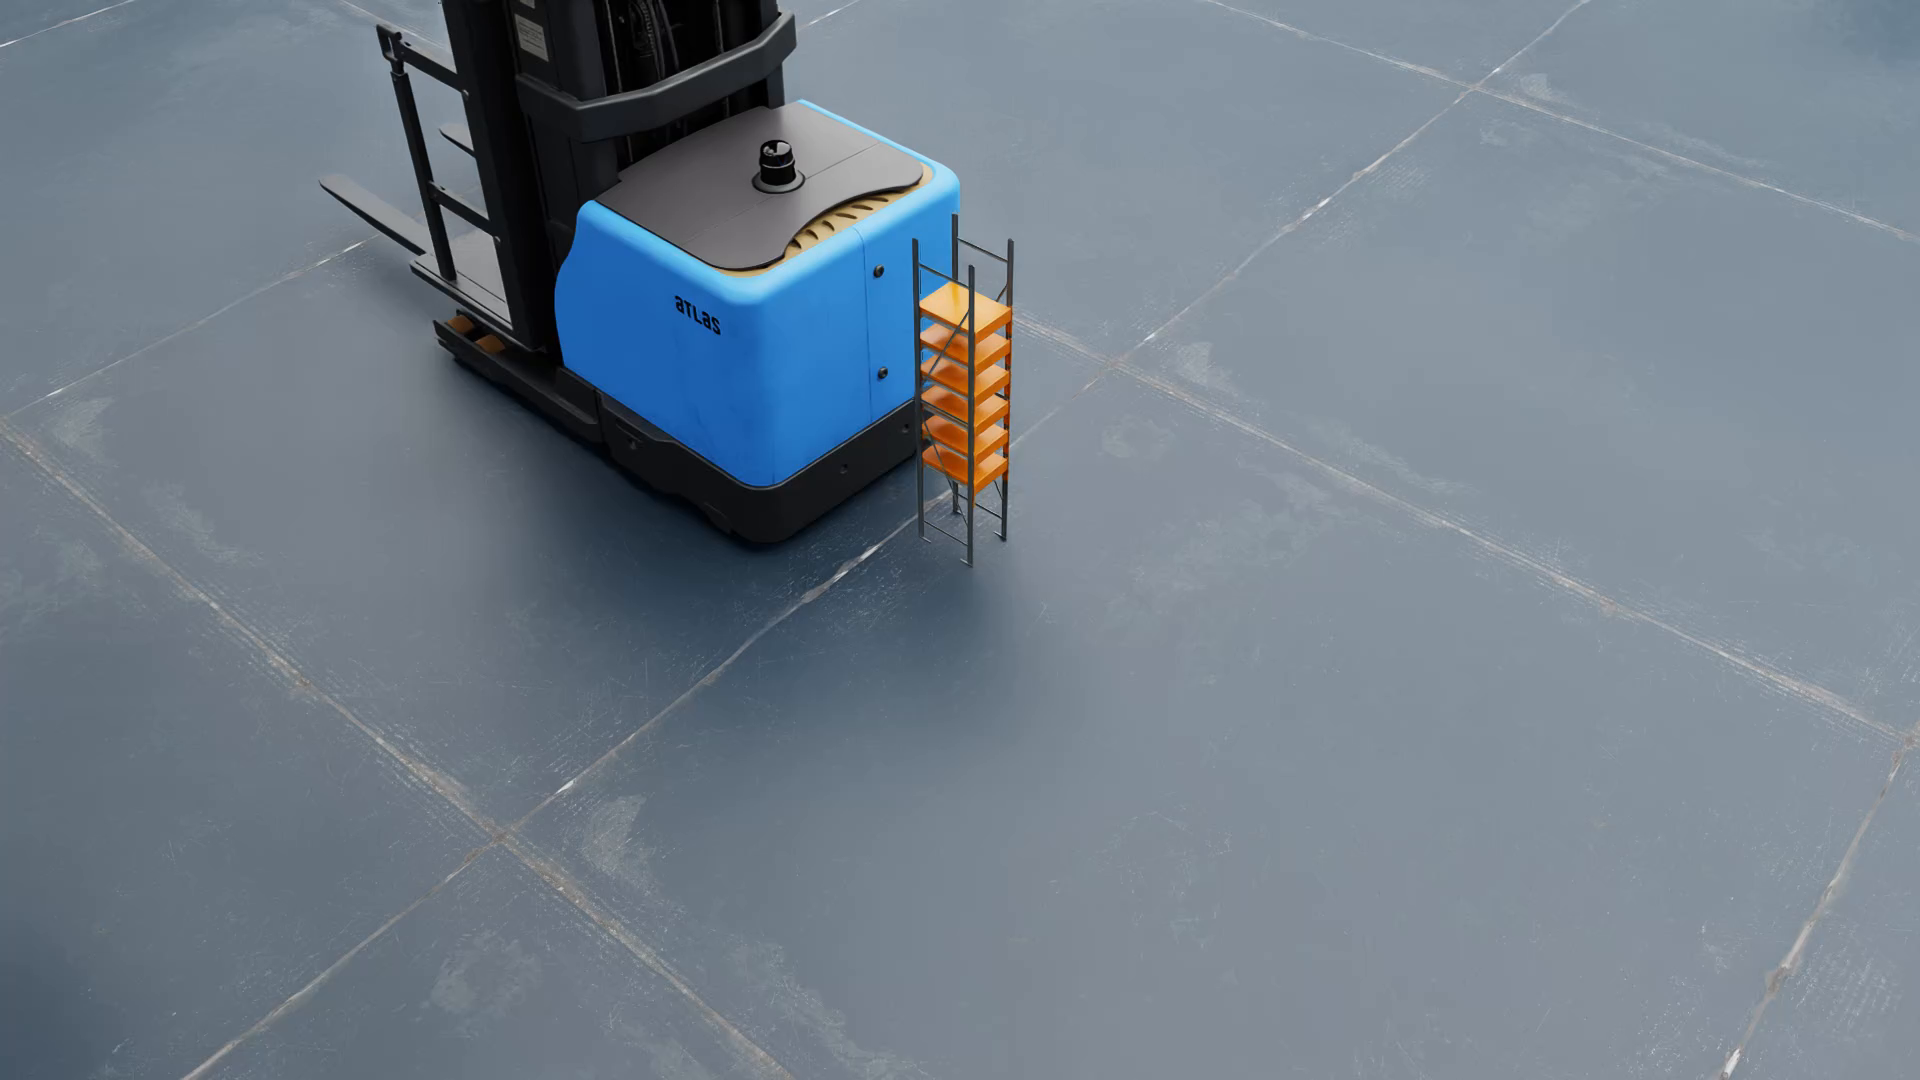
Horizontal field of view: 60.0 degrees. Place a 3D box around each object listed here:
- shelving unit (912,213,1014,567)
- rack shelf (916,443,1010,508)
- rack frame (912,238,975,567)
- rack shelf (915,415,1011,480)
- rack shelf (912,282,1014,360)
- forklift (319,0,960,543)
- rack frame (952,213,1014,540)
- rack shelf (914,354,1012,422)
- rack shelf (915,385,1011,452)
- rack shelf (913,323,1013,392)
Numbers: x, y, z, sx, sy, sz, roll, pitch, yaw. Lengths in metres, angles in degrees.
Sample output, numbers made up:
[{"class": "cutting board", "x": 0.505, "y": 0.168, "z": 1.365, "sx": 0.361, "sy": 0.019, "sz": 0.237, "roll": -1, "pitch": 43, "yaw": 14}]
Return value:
[{"class": "shelving unit", "x": 0.009, "y": -0.451, "z": 5.355, "sx": 0.258, "sy": 1.200, "sz": 0.189, "roll": 29, "pitch": 50, "yaw": 28}, {"class": "rack shelf", "x": 0.009, "y": -0.241, "z": 5.546, "sx": 0.258, "sy": 0.103, "sz": 0.180, "roll": 29, "pitch": 50, "yaw": 28}, {"class": "rack frame", "x": -0.050, "y": -0.404, "z": 5.303, "sx": 0.240, "sy": 1.200, "sz": 0.006, "roll": 29, "pitch": 50, "yaw": 28}, {"class": "rack shelf", "x": 0.009, "y": -0.330, "z": 5.465, "sx": 0.258, "sy": 0.103, "sz": 0.180, "roll": 29, "pitch": 50, "yaw": 28}, {"class": "rack shelf", "x": 0.009, "y": -0.685, "z": 5.142, "sx": 0.258, "sy": 0.103, "sz": 0.180, "roll": 29, "pitch": 50, "yaw": 28}, {"class": "forklift", "x": -1.409, "y": -1.939, "z": 5.704, "sx": 3.031, "sy": 2.935, "sz": 1.130, "roll": 32, "pitch": 51, "yaw": 30}, {"class": "rack frame", "x": 0.068, "y": -0.498, "z": 5.406, "sx": 0.240, "sy": 1.200, "sz": 0.006, "roll": 29, "pitch": 50, "yaw": 28}, {"class": "rack shelf", "x": 0.009, "y": -0.507, "z": 5.304, "sx": 0.258, "sy": 0.103, "sz": 0.180, "roll": 29, "pitch": 50, "yaw": 28}, {"class": "rack shelf", "x": 0.009, "y": -0.419, "z": 5.384, "sx": 0.258, "sy": 0.103, "sz": 0.180, "roll": 29, "pitch": 50, "yaw": 28}, {"class": "rack shelf", "x": 0.009, "y": -0.596, "z": 5.223, "sx": 0.258, "sy": 0.103, "sz": 0.180, "roll": 29, "pitch": 50, "yaw": 28}]
